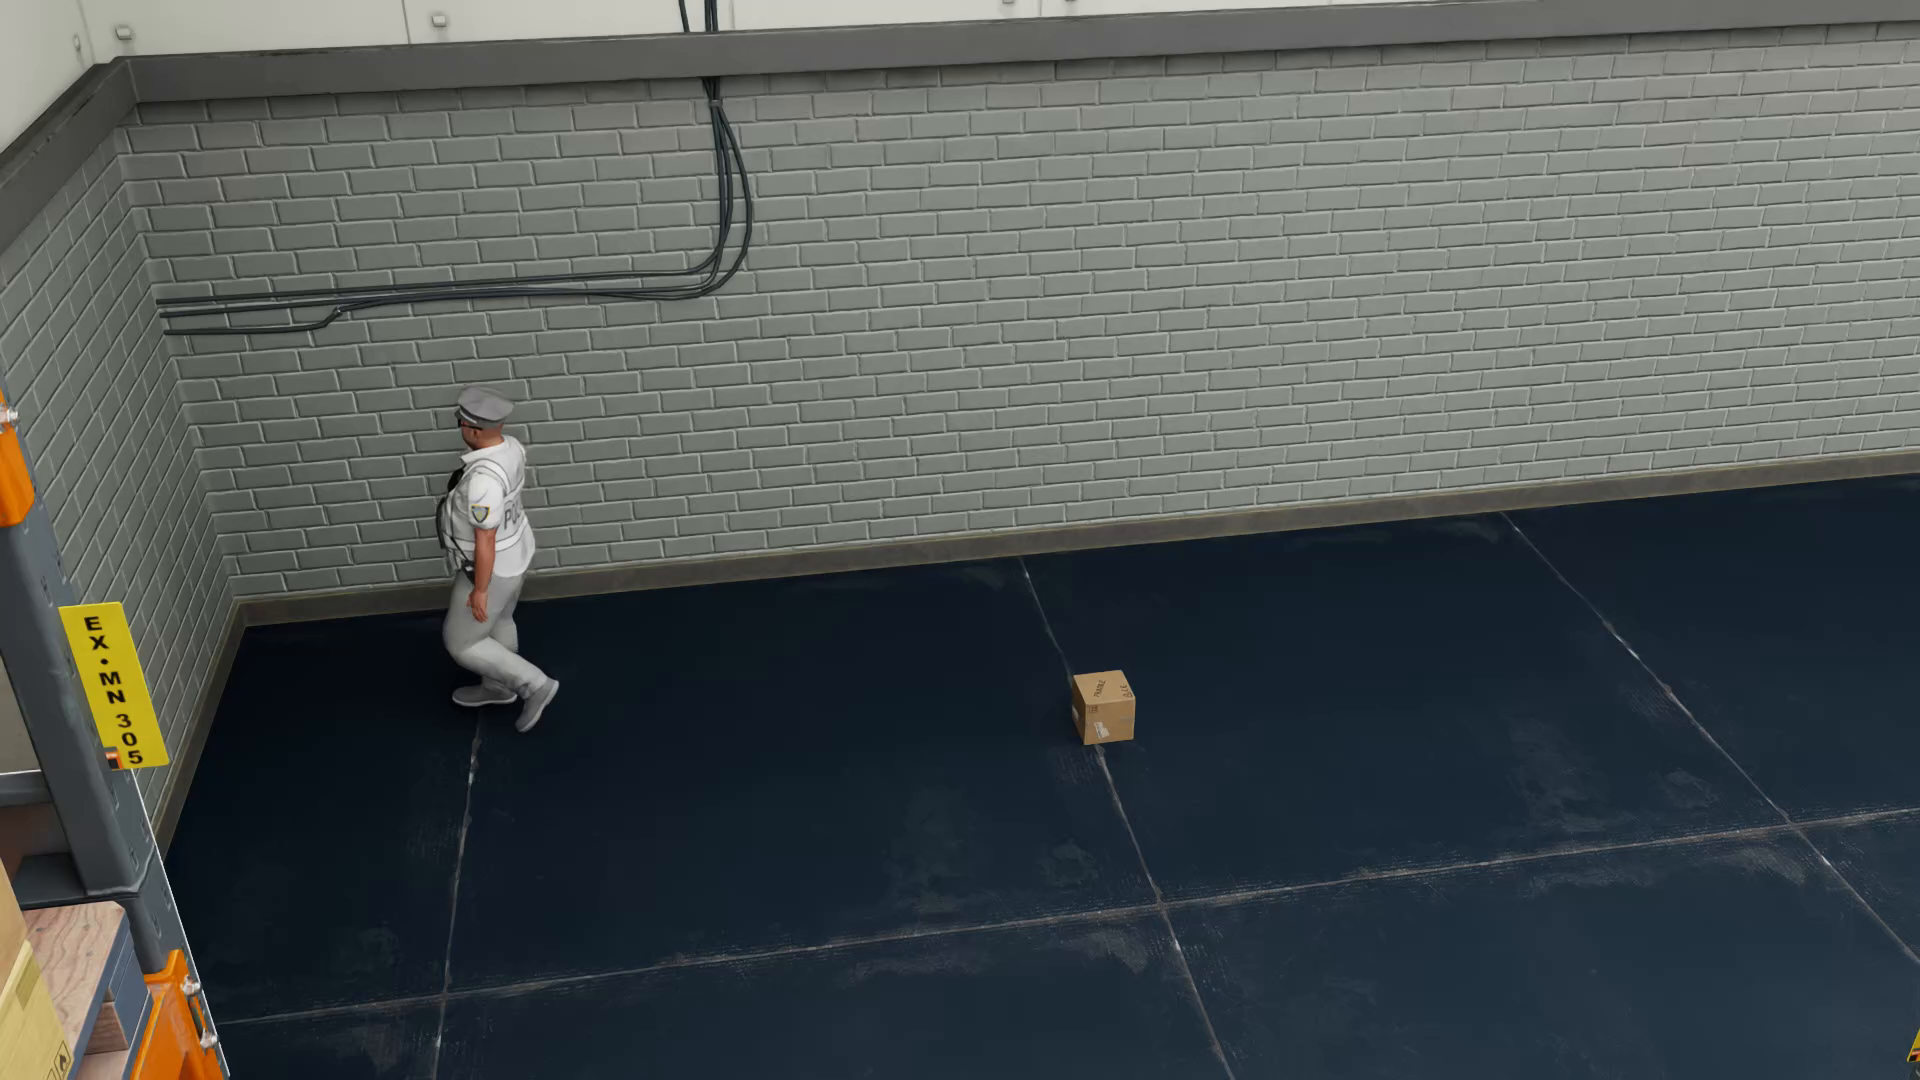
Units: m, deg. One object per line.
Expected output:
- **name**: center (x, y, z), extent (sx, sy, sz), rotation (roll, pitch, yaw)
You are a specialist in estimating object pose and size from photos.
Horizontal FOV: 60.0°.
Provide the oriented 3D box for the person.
- **person**: center (-2.260, 0.098, 7.898), extent (0.619, 1.768, 0.579), rotation (0, 30, 1)
